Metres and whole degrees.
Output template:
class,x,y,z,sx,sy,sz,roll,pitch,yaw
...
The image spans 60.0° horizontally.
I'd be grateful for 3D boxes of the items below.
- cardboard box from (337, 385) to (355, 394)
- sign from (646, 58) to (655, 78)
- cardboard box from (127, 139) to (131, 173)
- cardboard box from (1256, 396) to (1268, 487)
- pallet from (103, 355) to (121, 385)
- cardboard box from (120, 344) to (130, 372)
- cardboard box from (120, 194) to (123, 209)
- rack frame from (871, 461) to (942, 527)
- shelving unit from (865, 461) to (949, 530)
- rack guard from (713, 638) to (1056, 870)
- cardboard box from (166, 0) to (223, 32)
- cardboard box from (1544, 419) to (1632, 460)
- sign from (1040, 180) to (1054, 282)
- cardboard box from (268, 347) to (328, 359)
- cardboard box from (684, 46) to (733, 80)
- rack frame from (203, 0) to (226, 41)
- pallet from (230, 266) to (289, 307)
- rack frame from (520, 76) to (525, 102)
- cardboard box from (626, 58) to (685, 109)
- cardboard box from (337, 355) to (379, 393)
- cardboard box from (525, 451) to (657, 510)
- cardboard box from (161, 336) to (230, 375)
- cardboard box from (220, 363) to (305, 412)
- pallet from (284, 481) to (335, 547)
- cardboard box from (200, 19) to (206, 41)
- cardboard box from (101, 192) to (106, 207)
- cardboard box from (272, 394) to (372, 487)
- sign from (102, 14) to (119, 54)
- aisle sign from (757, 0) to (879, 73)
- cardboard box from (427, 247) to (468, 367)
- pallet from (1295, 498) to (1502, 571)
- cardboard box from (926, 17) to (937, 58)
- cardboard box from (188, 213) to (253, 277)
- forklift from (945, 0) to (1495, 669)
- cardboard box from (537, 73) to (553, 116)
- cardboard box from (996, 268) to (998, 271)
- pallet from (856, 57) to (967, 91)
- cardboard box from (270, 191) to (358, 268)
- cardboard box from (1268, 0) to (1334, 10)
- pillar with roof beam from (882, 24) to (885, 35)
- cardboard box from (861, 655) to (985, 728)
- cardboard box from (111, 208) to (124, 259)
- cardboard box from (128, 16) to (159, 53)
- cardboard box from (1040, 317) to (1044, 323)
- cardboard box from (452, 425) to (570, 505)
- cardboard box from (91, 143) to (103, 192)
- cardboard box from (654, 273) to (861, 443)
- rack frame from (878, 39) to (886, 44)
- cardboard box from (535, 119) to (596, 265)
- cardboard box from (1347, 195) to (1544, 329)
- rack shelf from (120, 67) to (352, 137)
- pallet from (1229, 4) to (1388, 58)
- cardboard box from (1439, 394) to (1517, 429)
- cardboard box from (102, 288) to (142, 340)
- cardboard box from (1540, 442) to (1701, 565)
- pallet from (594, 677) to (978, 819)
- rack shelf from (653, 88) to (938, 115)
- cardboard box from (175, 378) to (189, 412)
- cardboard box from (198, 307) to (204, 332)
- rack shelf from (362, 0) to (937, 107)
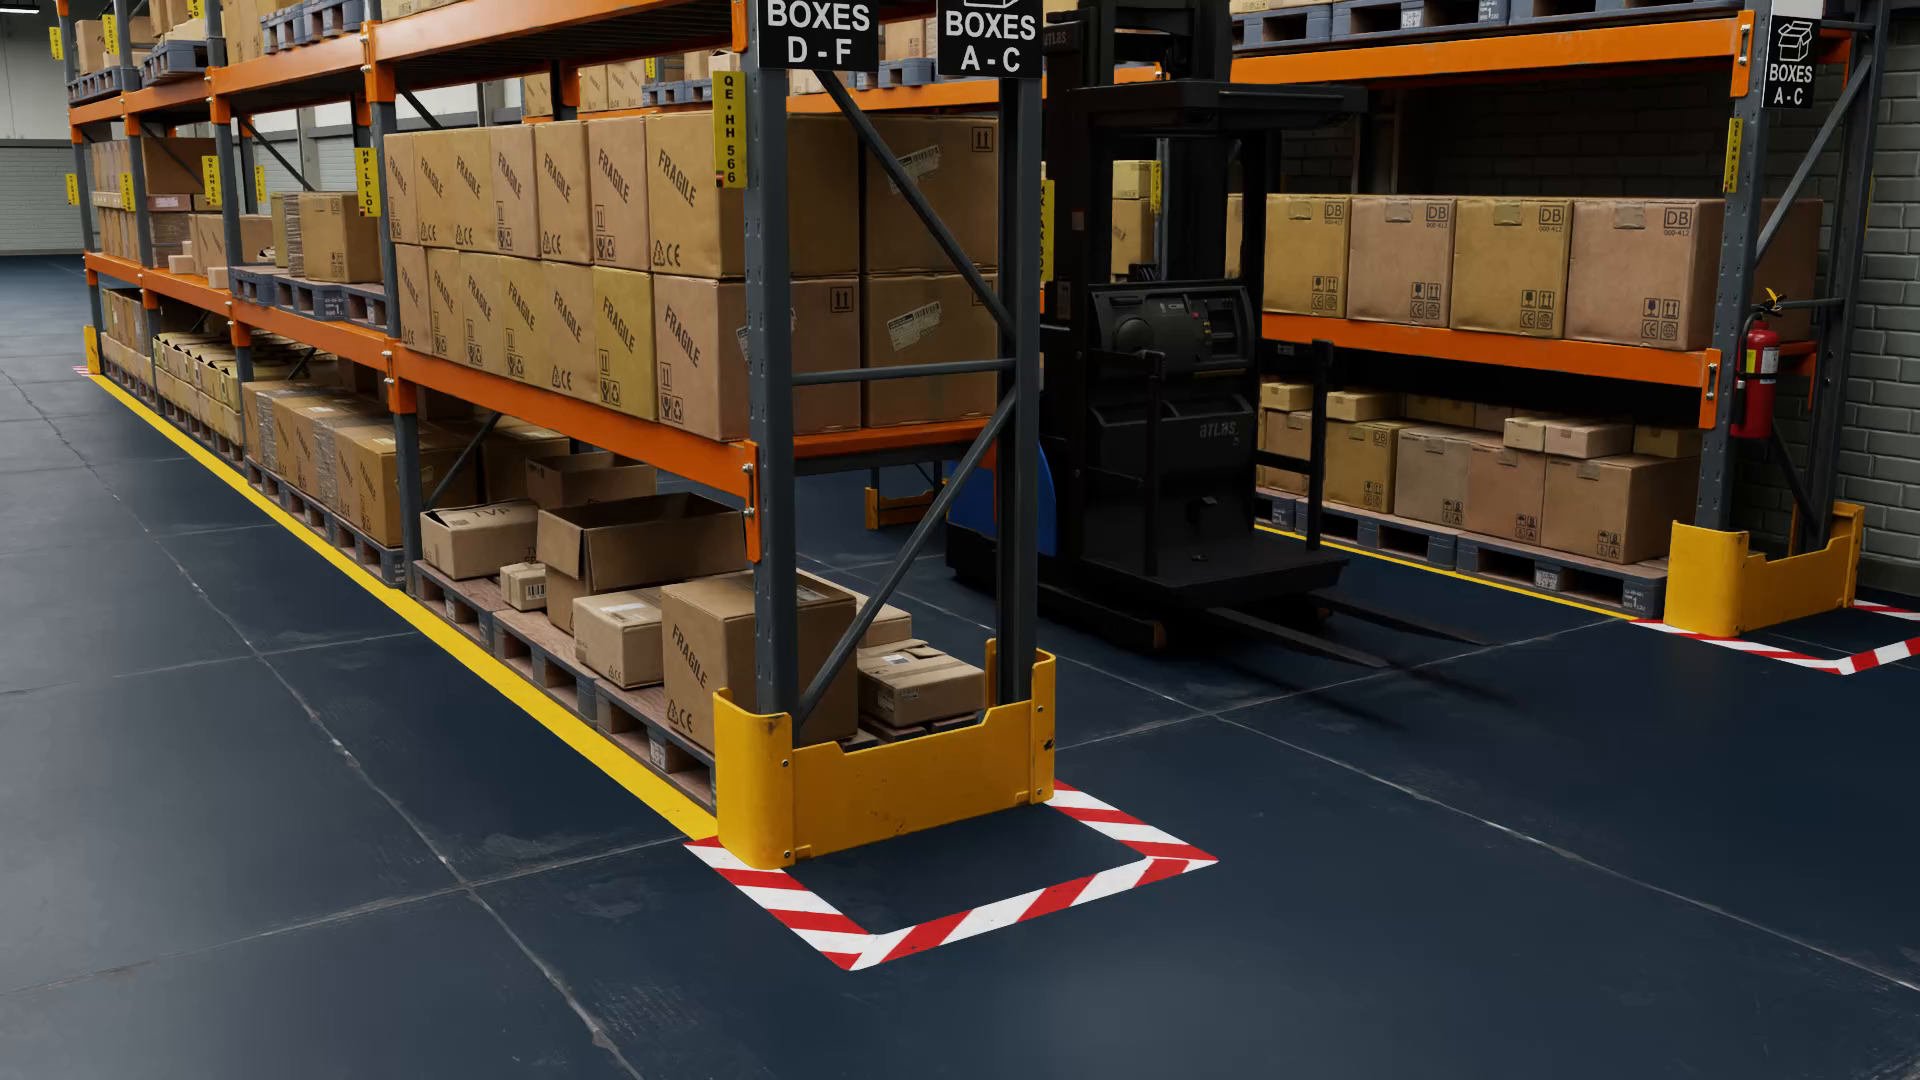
class,x,y,z,sx,sy,sz,roll,pitch,yaw
cardboard box,-3.906,-0.798,11.310,0.500,0.500,0.500,-7,14,-31
sign,-3.162,-4.893,16.985,0.100,0.325,0.005,-8,15,-33
cardboard box,-7.368,-3.504,15.595,0.700,0.500,0.500,-8,15,-33
cardboard box,2.047,-0.657,10.713,0.700,0.500,0.500,-8,15,-32
pallet,-8.594,-1.872,17.928,1.003,0.211,1.213,-8,15,-33
cardboard box,-8.111,-1.839,16.701,0.500,0.250,0.500,-8,15,-33
cardboard box,-7.867,-3.269,16.035,0.380,0.149,0.250,-8,14,-31
rack frame,-0.329,-0.838,10.184,0.500,1.500,0.032,-8,15,-33
shelving unit,-0.042,-0.746,9.764,0.587,1.500,1.083,-8,15,-33
rack guard,-0.230,0.688,5.546,1.175,0.500,0.348,-8,15,-33
cardboard box,-6.192,-4.405,13.574,0.500,0.500,0.500,-6,14,-27
cardboard box,3.240,-0.522,8.575,0.380,0.149,0.250,-8,15,-33
sign,0.264,-1.007,5.419,0.100,0.325,0.005,-8,15,-33
cardboard box,-5.244,-1.390,13.336,0.500,0.311,0.500,-9,15,-34
cardboard box,-2.478,-4.854,16.797,0.500,0.500,0.500,-6,14,-25
rack frame,-4.620,-4.873,11.083,1.000,3.000,0.127,-8,15,-33
pallet,-4.186,-1.737,11.231,1.213,0.211,1.003,-8,15,-33
rack frame,-4.930,-6.883,20.273,1.000,3.000,0.127,-8,15,-33
cardboard box,-3.201,-4.826,17.606,0.500,0.500,0.500,-8,14,-31
cardboard box,-3.872,-1.155,11.186,0.500,0.250,0.500,-7,14,-31
cardboard box,-1.852,-0.157,8.381,0.500,0.500,0.500,-8,15,-33
cardboard box,-6.542,-1.597,14.285,0.500,0.311,0.500,-8,15,-33
cardboard box,-5.115,-1.142,12.205,0.500,0.311,0.500,-8,14,-31
pallet,-3.566,-0.226,10.402,1.003,0.211,1.213,-8,15,-33
cardboard box,-5.224,-3.705,12.129,0.500,0.250,0.500,-8,14,-31
cardboard box,-8.591,-3.499,17.091,0.380,0.149,0.250,-8,15,-34
cardboard box,-4.037,-0.639,10.585,0.500,0.500,0.500,-8,15,-34
sign,-7.297,-4.345,14.291,0.100,0.325,0.005,-8,15,-33
aisle sign,-0.405,-1.741,4.718,0.394,0.787,0.004,-8,15,-33
cardboard box,-2.062,-1.066,7.483,0.500,0.500,0.500,-8,15,-32
pallet,2.754,-0.094,9.799,1.003,0.211,1.213,-8,15,-33
cardboard box,0.156,-4.091,13.264,0.700,0.500,0.500,-9,15,-36
cardboard box,-6.132,-2.471,13.904,0.500,0.500,0.500,-7,14,-29
forklift,1.129,-1.025,7.687,1.130,2.935,3.031,-8,14,-31
cardboard box,-4.685,-5.288,19.717,0.500,0.500,0.500,-7,14,-29
cardboard box,0.490,-2.012,12.580,0.380,0.149,0.250,-8,14,-31
pallet,-0.097,-3.794,13.612,1.213,0.211,1.003,-7,14,-30
cardboard box,-4.177,-2.098,11.217,0.500,0.500,0.700,9,15,36
cardboard box,2.152,-3.218,9.668,0.500,0.250,0.500,-8,15,-34
pillar with roof beam,-4.082,-5.284,12.962,9.100,9.000,0.400,-8,15,-33
cardboard box,-0.133,0.543,6.001,0.380,0.149,0.250,-8,15,-33
cardboard box,-8.239,-3.148,17.001,0.700,0.500,0.500,-8,15,-32
cardboard box,-7.644,-4.751,15.993,0.797,0.503,0.637,-6,14,-27
cardboard box,0.280,-1.382,13.208,0.750,0.750,0.750,-8,15,-33
cardboard box,-2.469,-0.340,9.216,0.500,0.500,0.500,-9,15,-35
cardboard box,-8.775,-3.954,17.651,0.700,0.500,0.500,-8,15,-33
cardboard box,-0.662,-0.616,5.424,0.500,0.500,0.500,-8,14,-31
rack frame,-0.498,-5.460,13.767,1.000,3.000,0.127,-8,15,-33
cardboard box,-1.235,-1.285,6.142,0.500,0.500,0.500,-8,14,-31
cardboard box,2.816,-1.608,9.490,0.980,0.700,0.700,-9,15,-35
rack shelf,-5.728,-3.412,13.106,1.077,0.370,4.000,-8,15,-33
pallet,2.163,-3.093,10.173,1.003,0.211,1.213,-8,15,-33
cardboard box,2.995,-0.747,9.606,0.380,0.149,0.250,-8,15,-32
cardboard box,-8.662,-2.383,17.436,0.500,0.500,0.500,-8,15,-33
cardboard box,3.463,-0.203,8.639,0.700,0.500,0.500,-8,15,-33
pallet,-0.672,0.687,6.225,1.003,0.211,1.213,-8,15,-33
rack shelf,-1.606,-3.999,15.791,1.077,0.370,4.000,-8,15,-33
cardboard box,-6.247,-1.232,13.927,0.500,0.250,0.500,-9,15,-34
cardboard box,-7.116,-2.090,16.094,0.500,0.500,0.500,-8,15,-33
rack shelf,-1.296,-1.989,6.600,1.077,0.370,4.000,-8,15,-33
